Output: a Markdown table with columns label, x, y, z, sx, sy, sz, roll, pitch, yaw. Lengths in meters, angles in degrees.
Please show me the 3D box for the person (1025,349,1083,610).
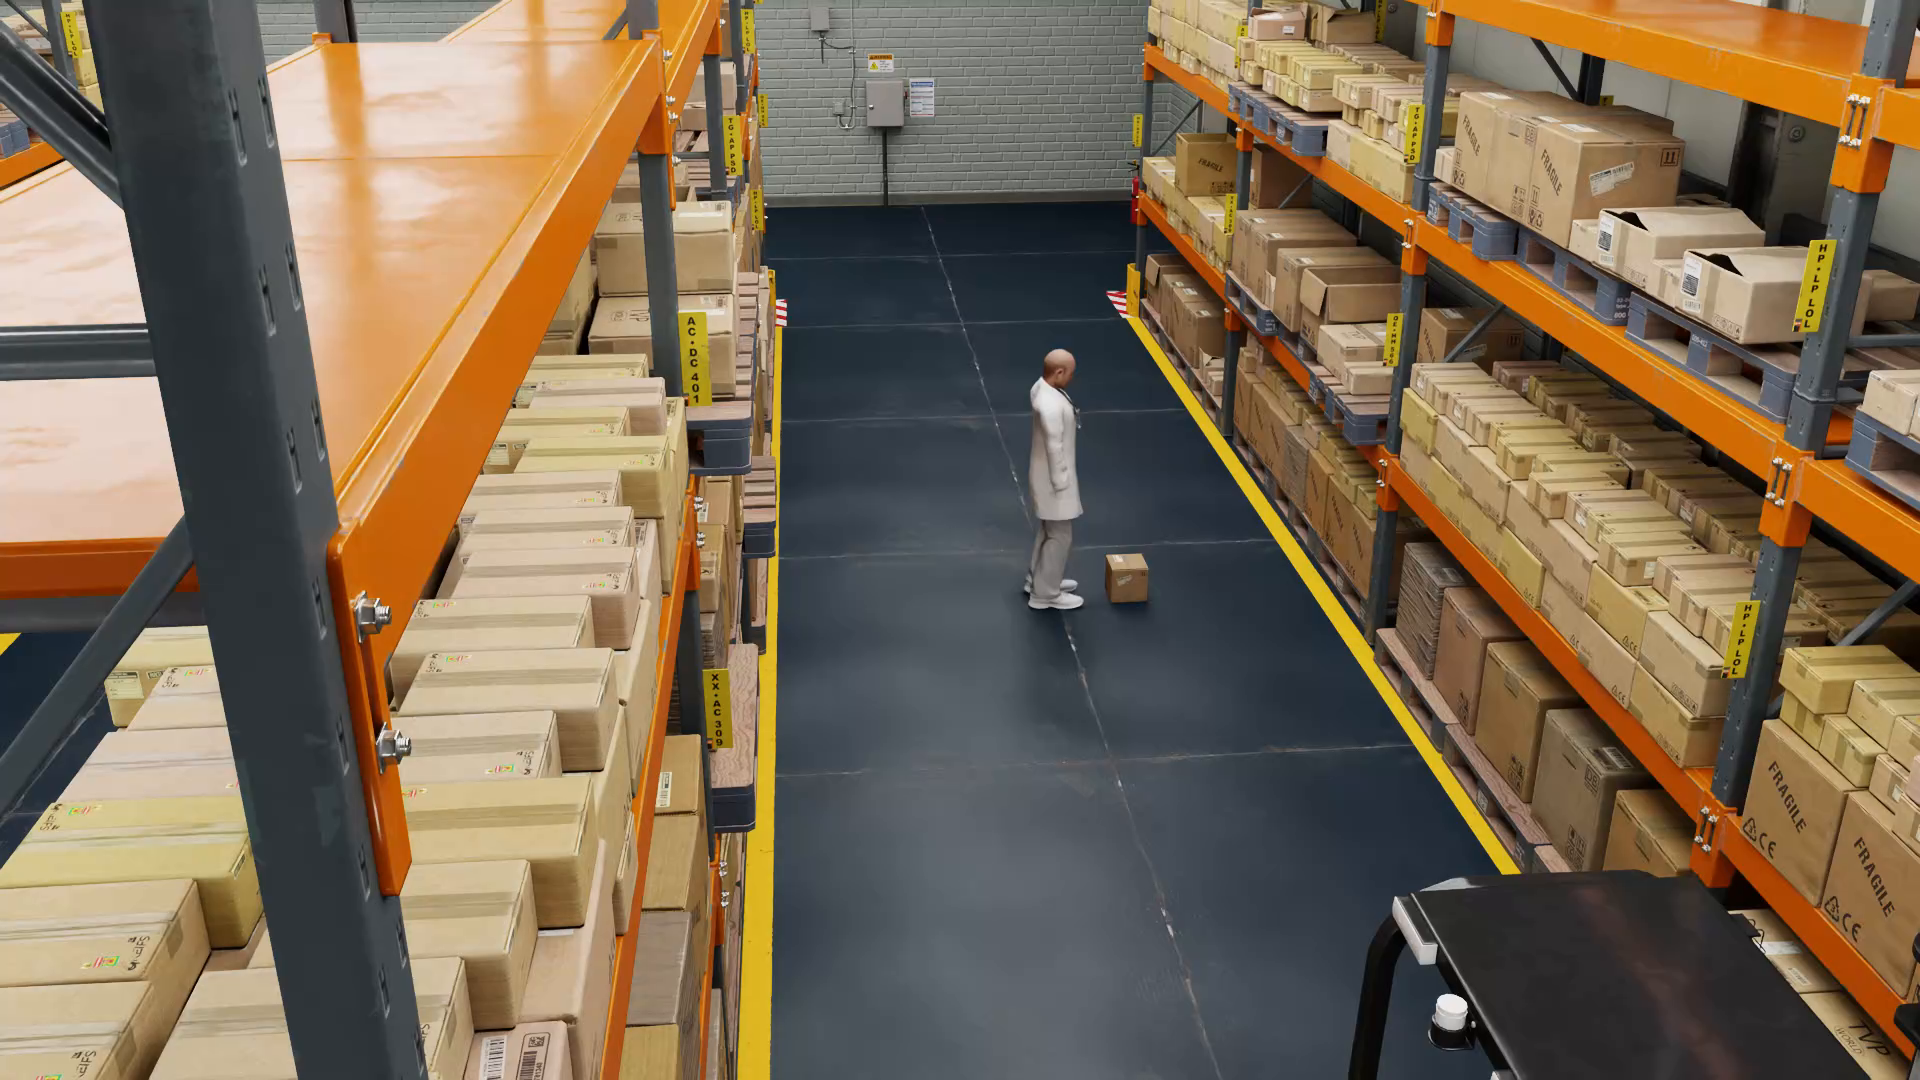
| label | x | y | z | sx | sy | sz | roll | pitch | yaw |
| --- | --- | --- | --- | --- | --- | --- | --- | --- | --- |
| person | 0.640 | -0.354 | 11.130 | 0.379 | 1.634 | 0.560 | -2 | 23 | -4 |
